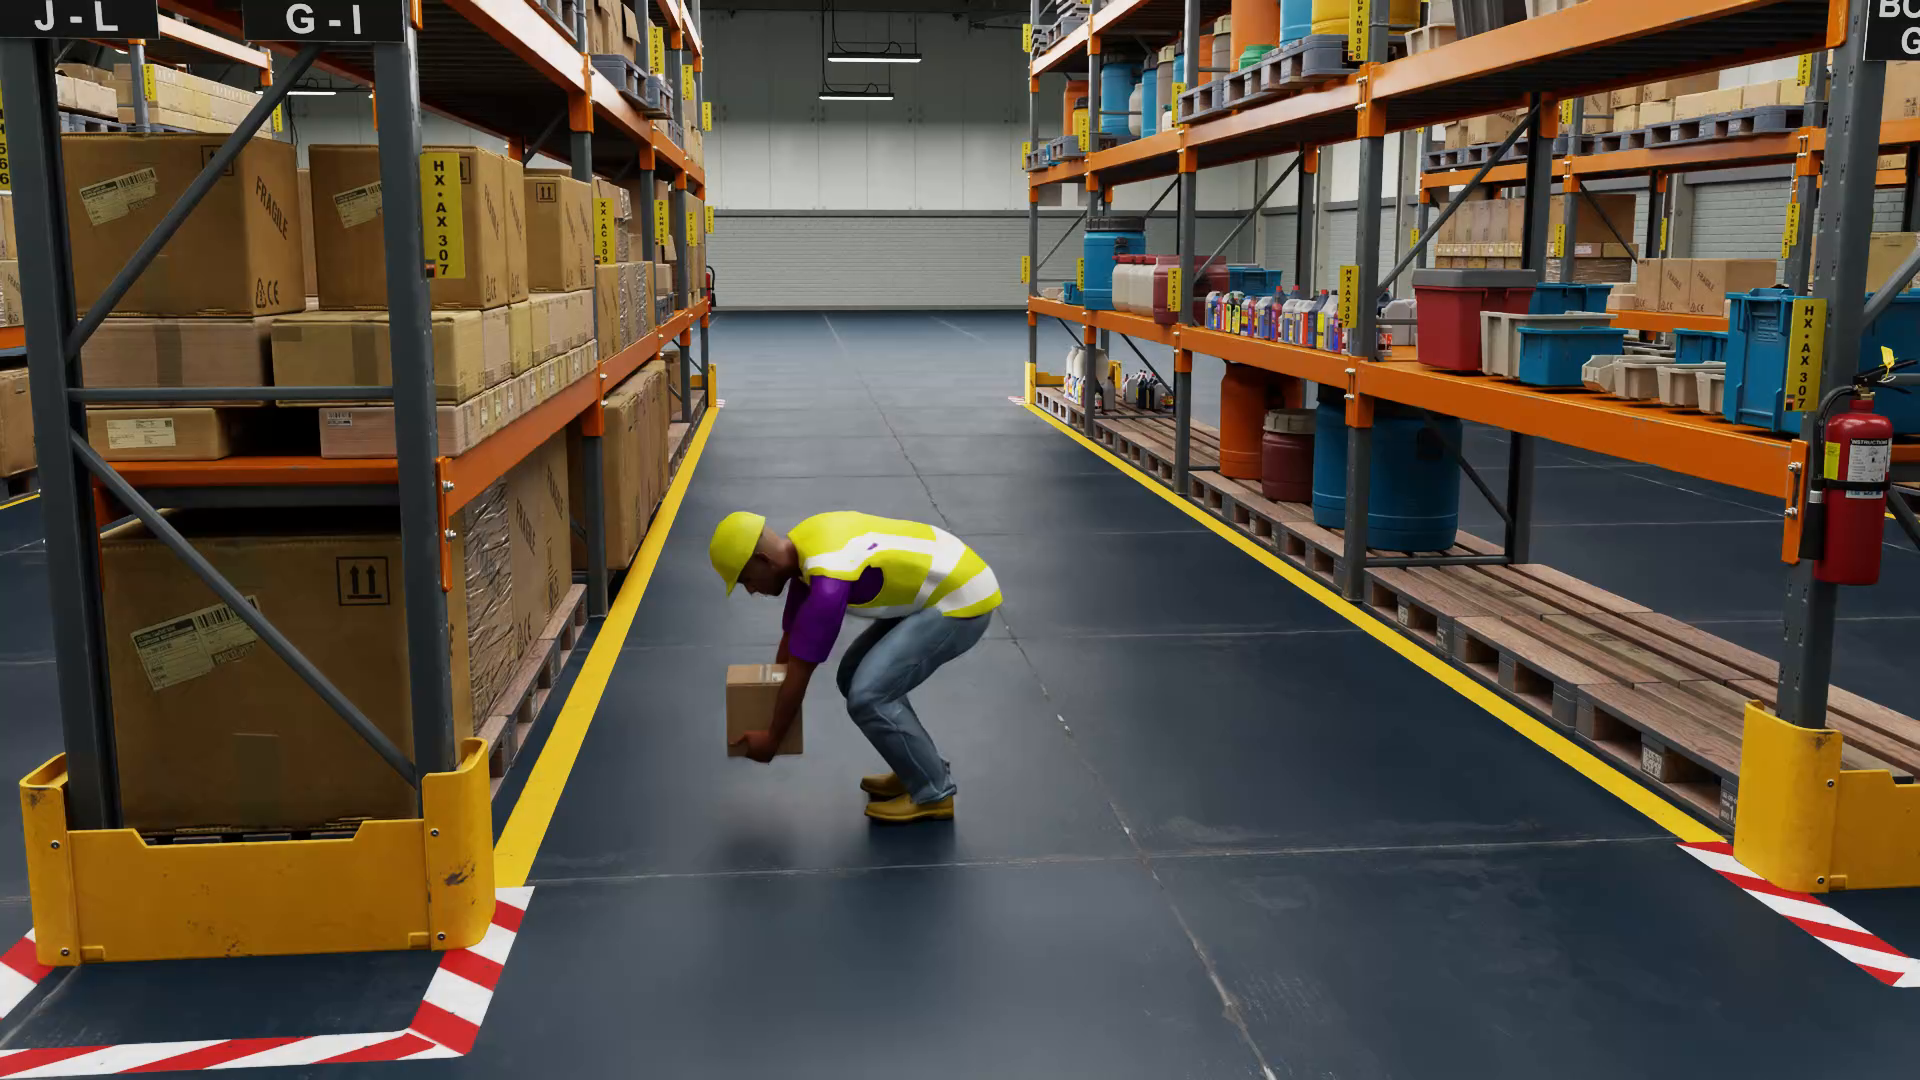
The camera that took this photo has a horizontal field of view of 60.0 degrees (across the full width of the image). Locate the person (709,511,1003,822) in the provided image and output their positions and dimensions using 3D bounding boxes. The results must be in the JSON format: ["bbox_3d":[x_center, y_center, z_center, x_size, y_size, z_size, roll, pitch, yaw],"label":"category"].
[{"bbox_3d":[-0.346,0.409,5.603,0.966,1.039,0.518,-2,10,-9],"label":"person"}]
